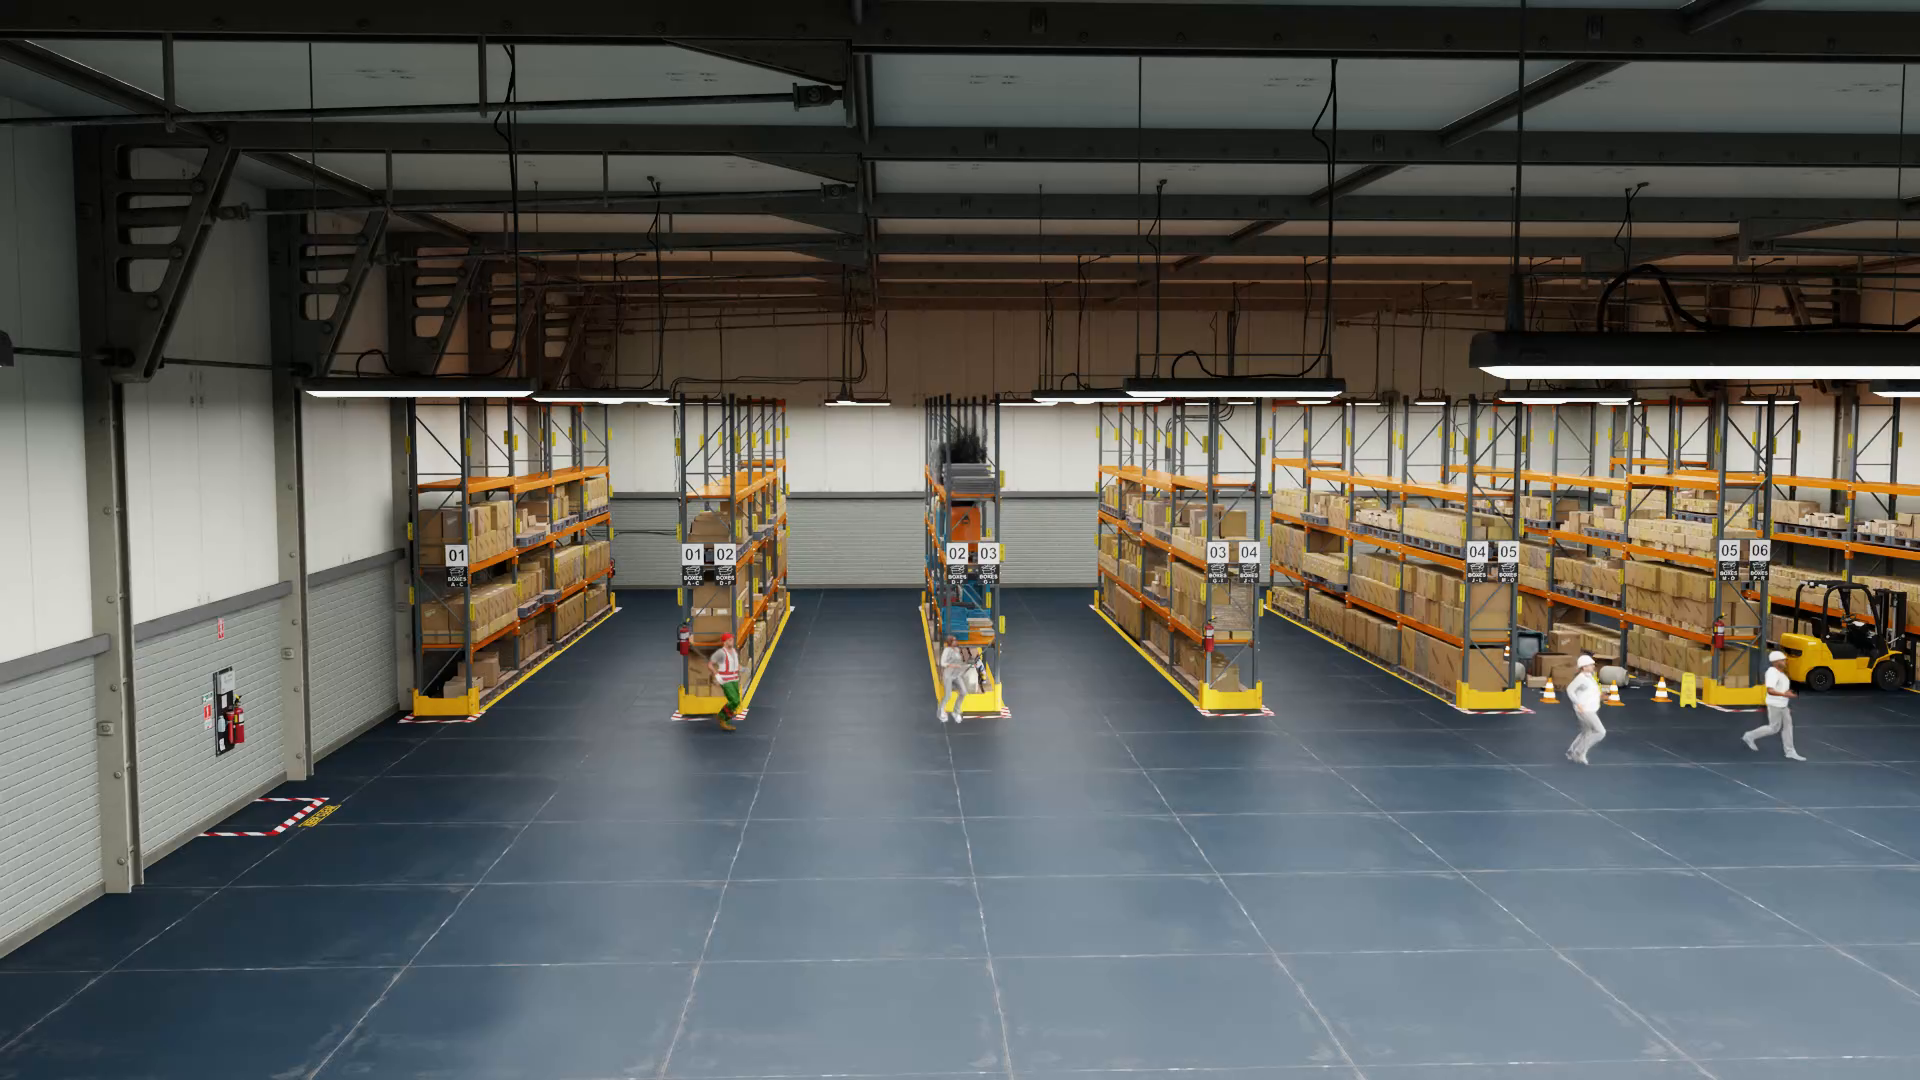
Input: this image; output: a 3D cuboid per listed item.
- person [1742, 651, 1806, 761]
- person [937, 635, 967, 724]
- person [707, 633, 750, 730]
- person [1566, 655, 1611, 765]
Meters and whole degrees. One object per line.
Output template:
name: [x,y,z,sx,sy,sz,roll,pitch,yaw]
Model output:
person: [13.313,2.691,27.130,0.957,1.762,0.700,4,6,38]
person: [-0.137,2.533,30.288,0.595,1.617,0.543,4,6,44]
person: [-4.060,2.520,29.509,0.565,1.748,0.665,3,5,31]
person: [10.093,2.729,26.702,0.663,1.742,0.634,3,5,31]
